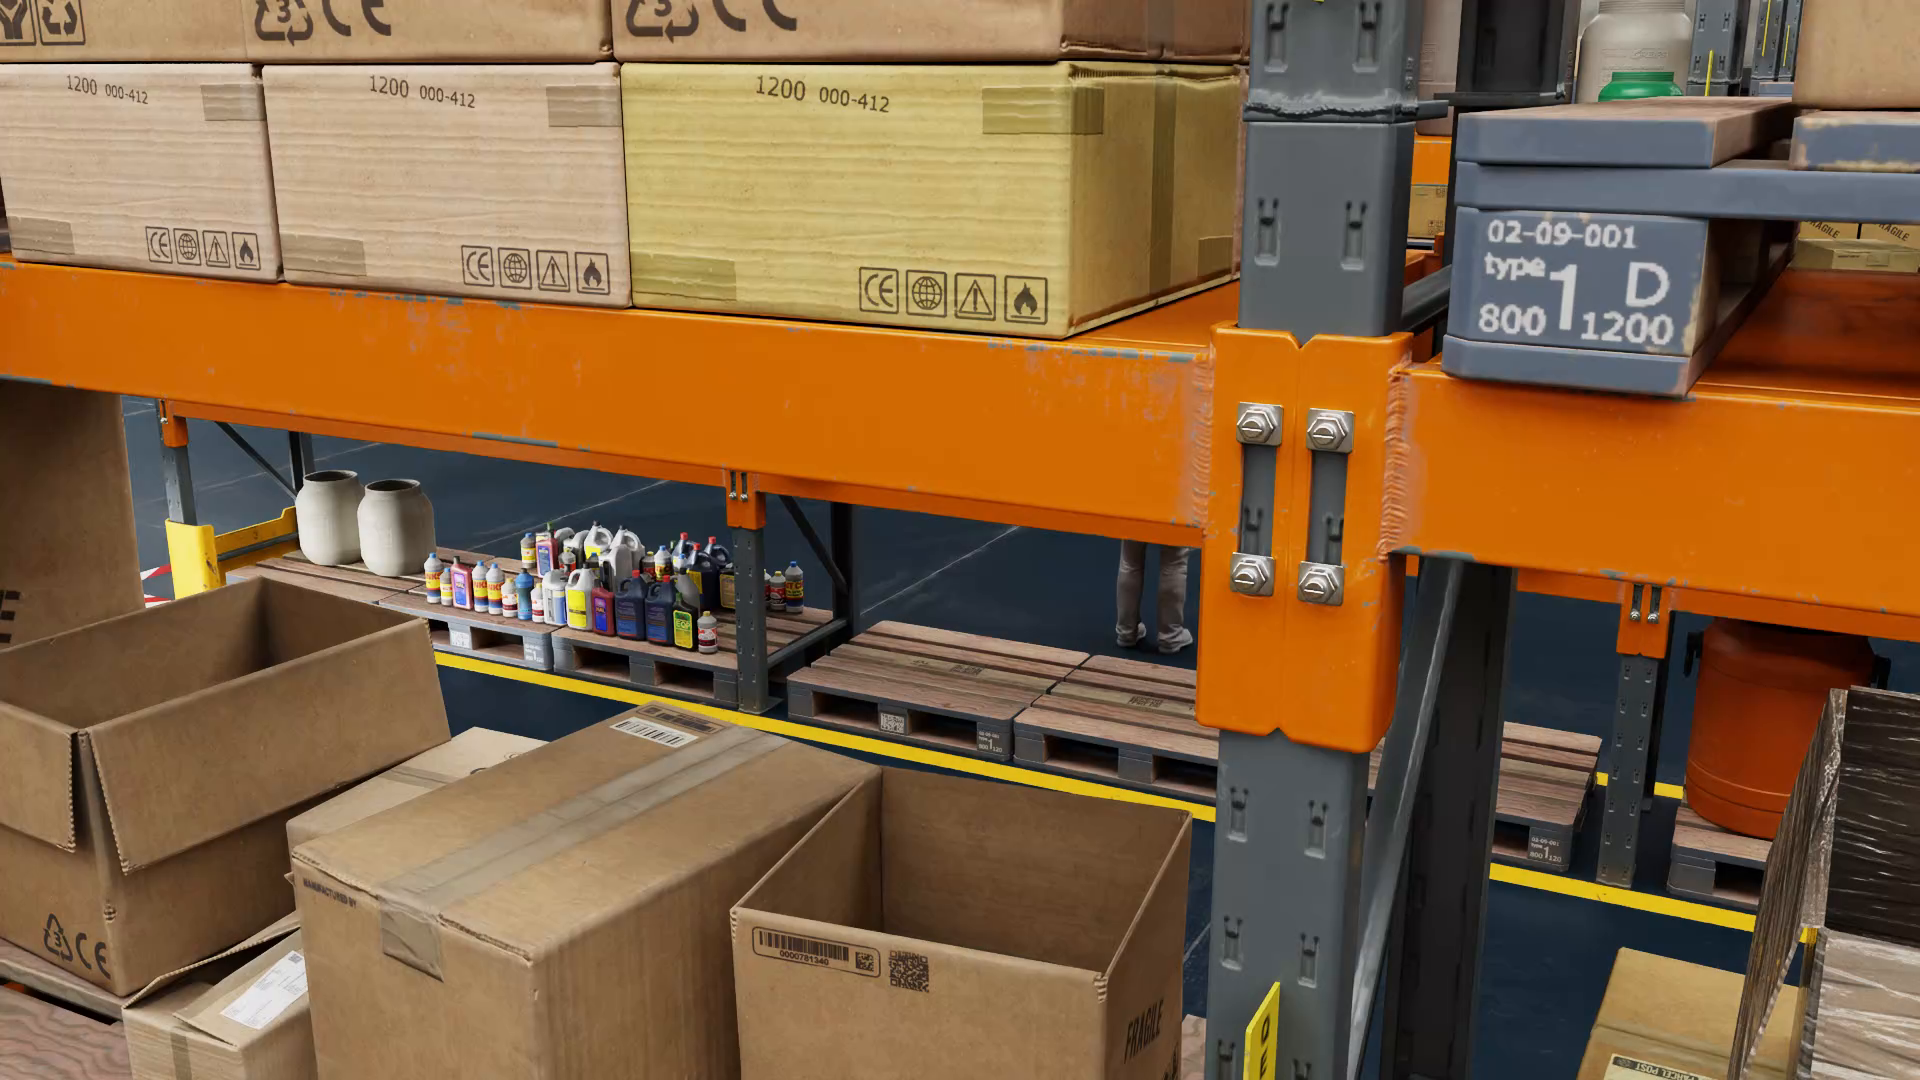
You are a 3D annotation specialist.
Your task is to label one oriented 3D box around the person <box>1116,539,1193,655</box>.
[{"bbox_3d":[1.074,-0.288,9.018,0.502,1.762,0.586,8,17,26],"label":"person"}]
